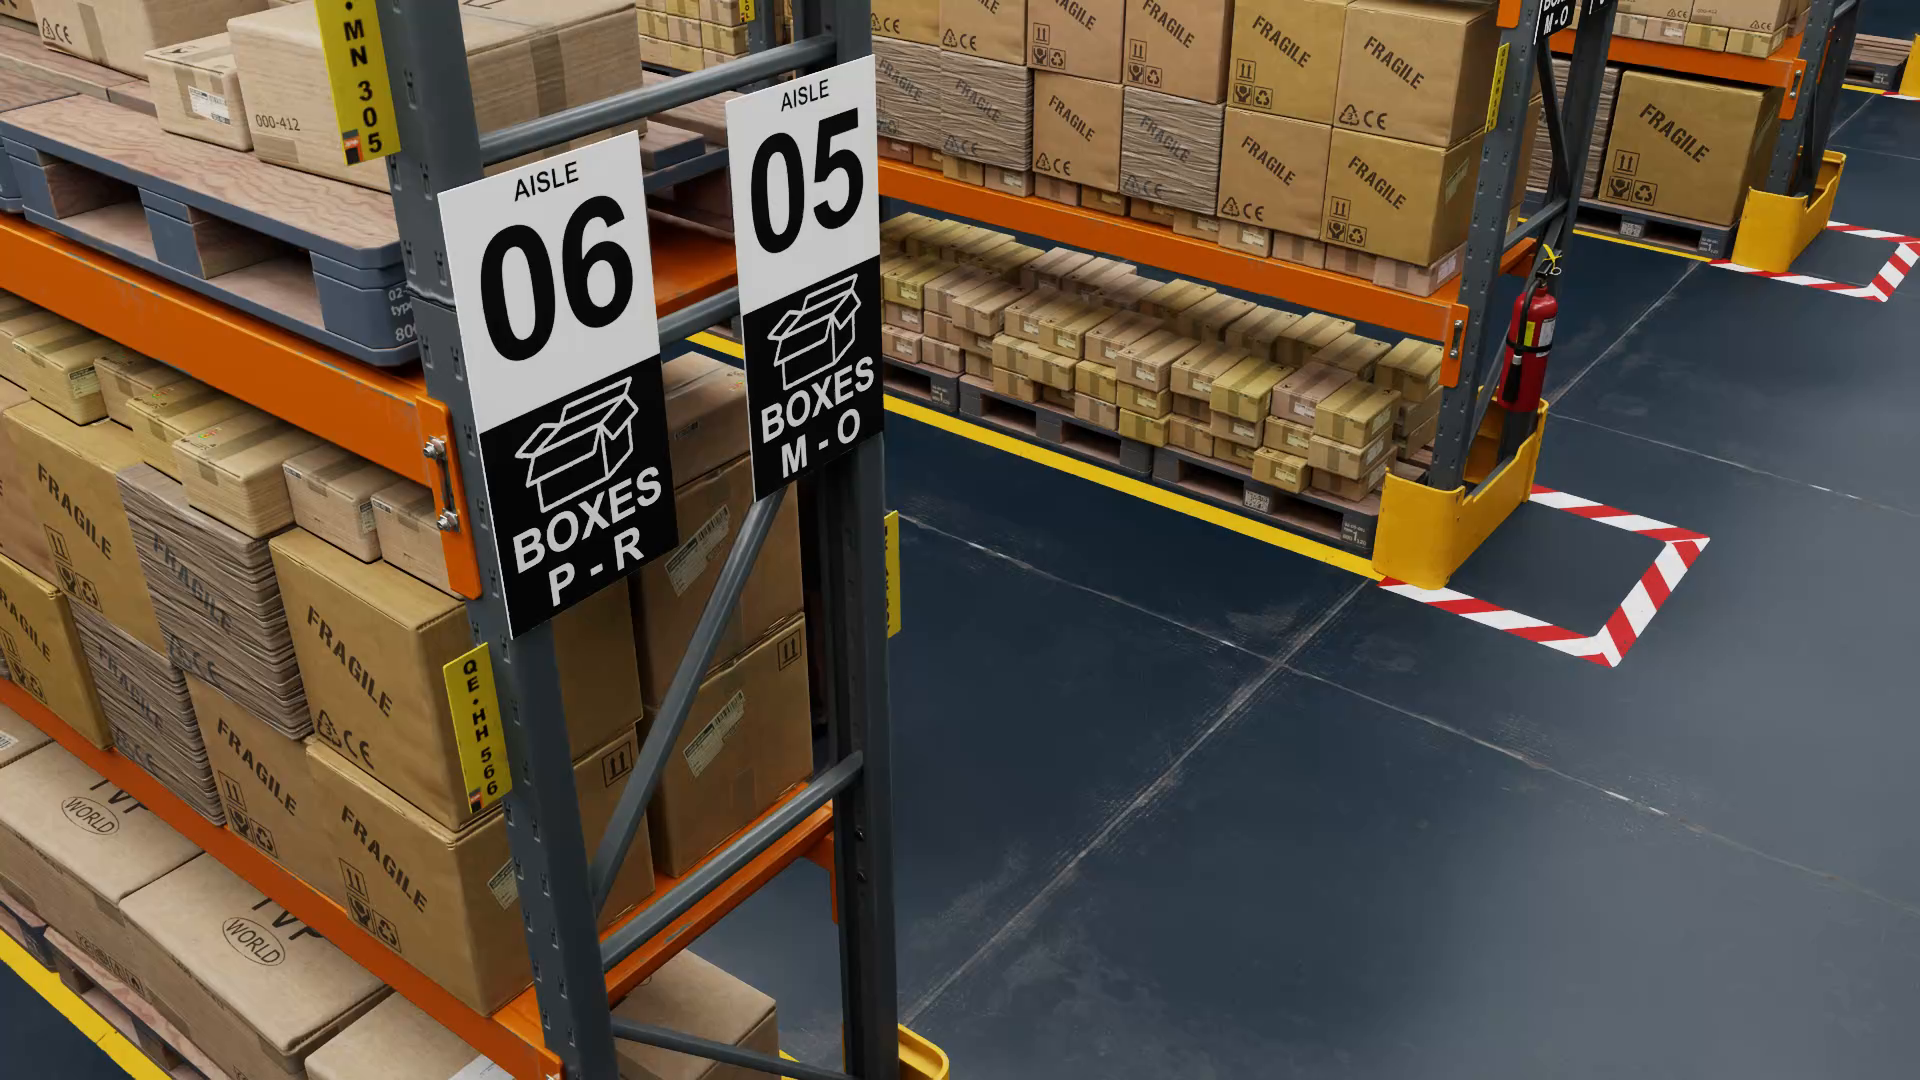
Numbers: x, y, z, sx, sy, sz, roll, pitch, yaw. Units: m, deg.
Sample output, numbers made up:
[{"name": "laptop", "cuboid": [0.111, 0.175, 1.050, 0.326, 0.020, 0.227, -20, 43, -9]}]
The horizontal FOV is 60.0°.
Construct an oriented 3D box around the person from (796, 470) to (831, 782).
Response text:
[{"name": "person", "cuboid": [-0.502, 0.139, 5.977, 0.533, 1.768, 0.372, 22, 37, 32]}]
